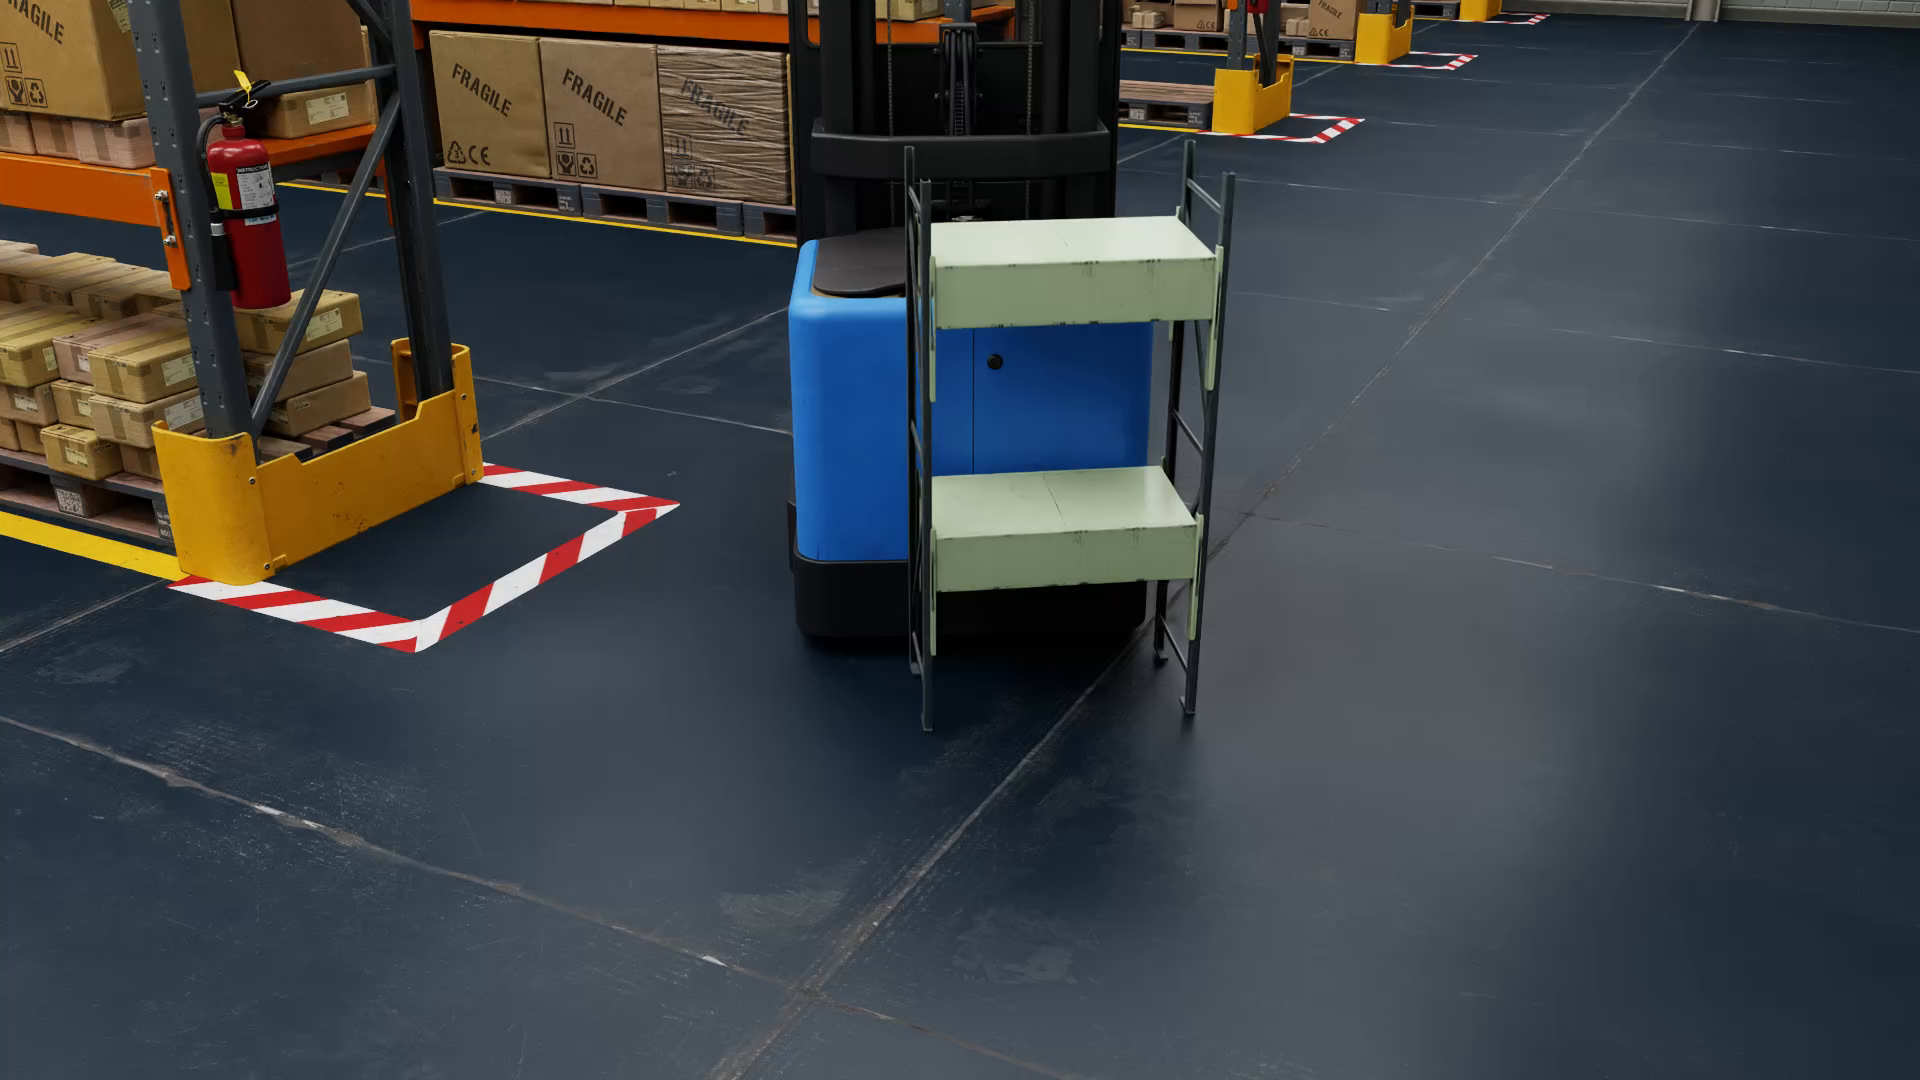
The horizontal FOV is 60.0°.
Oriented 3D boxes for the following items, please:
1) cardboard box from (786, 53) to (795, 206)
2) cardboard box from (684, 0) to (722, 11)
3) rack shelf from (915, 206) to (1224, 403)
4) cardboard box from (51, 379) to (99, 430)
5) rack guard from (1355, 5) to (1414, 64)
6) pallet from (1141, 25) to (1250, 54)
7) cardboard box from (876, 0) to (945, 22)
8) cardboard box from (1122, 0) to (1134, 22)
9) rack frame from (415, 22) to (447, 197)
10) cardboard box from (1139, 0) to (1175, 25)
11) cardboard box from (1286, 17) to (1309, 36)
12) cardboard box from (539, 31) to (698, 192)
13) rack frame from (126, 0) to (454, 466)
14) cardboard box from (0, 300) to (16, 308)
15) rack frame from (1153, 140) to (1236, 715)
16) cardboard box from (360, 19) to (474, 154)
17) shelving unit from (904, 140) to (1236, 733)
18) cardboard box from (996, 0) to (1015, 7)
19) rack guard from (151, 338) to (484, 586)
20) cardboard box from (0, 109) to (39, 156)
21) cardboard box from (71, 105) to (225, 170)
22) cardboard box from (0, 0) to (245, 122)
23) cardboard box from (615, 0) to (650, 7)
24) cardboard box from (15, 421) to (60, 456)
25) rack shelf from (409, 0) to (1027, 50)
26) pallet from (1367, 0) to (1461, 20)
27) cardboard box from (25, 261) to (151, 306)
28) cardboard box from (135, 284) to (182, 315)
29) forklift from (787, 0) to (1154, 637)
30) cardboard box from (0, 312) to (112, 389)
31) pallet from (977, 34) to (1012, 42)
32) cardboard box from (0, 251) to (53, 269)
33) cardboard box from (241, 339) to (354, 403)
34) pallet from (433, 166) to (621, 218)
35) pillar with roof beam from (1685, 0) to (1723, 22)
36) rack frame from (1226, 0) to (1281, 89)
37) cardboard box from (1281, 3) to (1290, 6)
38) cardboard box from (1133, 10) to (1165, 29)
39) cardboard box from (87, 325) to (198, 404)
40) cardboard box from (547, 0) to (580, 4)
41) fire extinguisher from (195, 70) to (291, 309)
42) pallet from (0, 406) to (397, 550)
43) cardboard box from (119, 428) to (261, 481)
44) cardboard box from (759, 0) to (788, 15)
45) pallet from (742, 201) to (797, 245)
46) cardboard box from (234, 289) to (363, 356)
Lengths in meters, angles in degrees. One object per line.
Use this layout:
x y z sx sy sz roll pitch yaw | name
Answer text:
-0.414 -2.458 9.876 0.875 0.875 0.875 11 25 25 | cardboard box
-1.417 -3.215 9.799 0.250 0.149 0.380 11 26 25 | cardboard box
0.257 -0.612 4.255 0.720 0.370 0.431 -3 25 -7 | rack shelf
-2.944 -0.520 5.866 0.250 0.149 0.380 11 25 23 | cardboard box
4.599 -5.480 17.997 0.348 0.500 1.175 11 25 25 | rack guard
2.802 -5.703 18.891 1.213 0.211 1.003 11 25 25 | pallet
-0.273 -2.990 9.269 0.250 0.149 0.380 12 26 26 | cardboard box
1.733 -6.374 19.537 0.500 0.500 0.500 11 25 25 | cardboard box
-3.376 -3.864 11.003 0.127 3.000 1.000 11 25 25 | rack frame
2.402 -6.154 19.262 0.500 0.311 0.500 11 25 25 | cardboard box
3.749 -5.628 18.210 0.250 0.166 0.380 11 25 25 | cardboard box
-2.020 -2.776 10.623 0.875 0.875 0.875 11 25 25 | cardboard box
-2.135 -1.443 5.311 0.127 3.000 1.000 11 25 25 | rack frame
-3.676 -0.765 6.062 0.250 0.149 0.380 12 26 26 | cardboard box
0.618 -0.278 4.465 0.023 1.500 0.400 -3 25 -7 | rack frame
-3.957 -3.186 11.586 0.875 0.875 1.225 11 26 25 | cardboard box
0.255 -0.259 4.421 0.755 1.500 0.431 -3 25 -7 | shelving unit
0.527 -6.362 19.510 0.500 0.500 0.500 11 25 24 | cardboard box
-2.203 -0.306 5.832 0.348 0.500 1.175 11 25 25 | rack guard
-2.989 -1.383 5.489 0.250 0.149 0.380 11 25 24 | cardboard box
-2.553 -1.287 5.263 0.250 0.149 0.380 11 25 25 | cardboard box
-2.652 -1.616 5.208 0.500 0.500 0.500 12 26 26 | cardboard box
-1.871 -3.305 10.010 0.250 0.149 0.380 10 25 23 | cardboard box
-3.171 -0.432 6.038 0.250 0.149 0.380 11 25 24 | cardboard box
-1.592 -3.180 10.314 4.000 0.370 1.077 11 25 25 | rack shelf
6.149 -7.178 22.359 1.213 0.211 1.003 11 25 25 | pallet
-3.418 -0.973 6.550 0.250 0.149 0.380 12 26 27 | cardboard box
-2.916 -0.905 6.392 0.250 0.149 0.380 11 25 24 | cardboard box
-0.027 -1.595 5.754 1.130 2.935 3.031 -1 23 -2 | forklift
-3.208 -0.669 5.837 0.250 0.149 0.380 11 25 23 | cardboard box
0.354 -6.170 19.990 1.213 0.211 1.003 11 25 25 | pallet
-3.900 -1.046 6.723 0.250 0.149 0.380 11 26 25 | cardboard box
-2.487 -0.644 6.157 0.250 0.149 0.380 12 26 27 | cardboard box
-2.733 -2.419 11.169 1.213 0.211 1.003 11 25 25 | pallet
7.756 -9.430 16.426 0.400 9.000 9.100 11 25 25 | pillar with roof beam
2.428 -4.888 13.410 0.127 3.000 1.000 11 25 25 | rack frame
3.417 -5.926 18.802 0.500 0.250 0.500 11 25 25 | cardboard box
2.150 -5.923 18.903 0.250 0.166 0.380 11 25 25 | cardboard box
-2.722 -0.603 5.682 0.250 0.149 0.380 12 26 25 | cardboard box
-2.329 -3.396 10.225 0.250 0.149 0.380 11 25 24 | cardboard box
-2.118 -1.030 4.915 0.183 0.674 0.296 11 25 25 | fire extinguisher
-2.912 -0.329 6.255 1.213 0.211 1.003 11 25 25 | pallet
-2.699 -0.345 5.834 0.250 0.149 0.380 12 26 25 | cardboard box
-0.953 -3.125 9.586 0.250 0.149 0.380 12 26 25 | cardboard box
-0.556 -1.988 10.156 1.213 0.211 1.003 11 25 25 | pallet
-2.449 -0.810 6.167 0.250 0.149 0.380 10 25 22 | cardboard box
